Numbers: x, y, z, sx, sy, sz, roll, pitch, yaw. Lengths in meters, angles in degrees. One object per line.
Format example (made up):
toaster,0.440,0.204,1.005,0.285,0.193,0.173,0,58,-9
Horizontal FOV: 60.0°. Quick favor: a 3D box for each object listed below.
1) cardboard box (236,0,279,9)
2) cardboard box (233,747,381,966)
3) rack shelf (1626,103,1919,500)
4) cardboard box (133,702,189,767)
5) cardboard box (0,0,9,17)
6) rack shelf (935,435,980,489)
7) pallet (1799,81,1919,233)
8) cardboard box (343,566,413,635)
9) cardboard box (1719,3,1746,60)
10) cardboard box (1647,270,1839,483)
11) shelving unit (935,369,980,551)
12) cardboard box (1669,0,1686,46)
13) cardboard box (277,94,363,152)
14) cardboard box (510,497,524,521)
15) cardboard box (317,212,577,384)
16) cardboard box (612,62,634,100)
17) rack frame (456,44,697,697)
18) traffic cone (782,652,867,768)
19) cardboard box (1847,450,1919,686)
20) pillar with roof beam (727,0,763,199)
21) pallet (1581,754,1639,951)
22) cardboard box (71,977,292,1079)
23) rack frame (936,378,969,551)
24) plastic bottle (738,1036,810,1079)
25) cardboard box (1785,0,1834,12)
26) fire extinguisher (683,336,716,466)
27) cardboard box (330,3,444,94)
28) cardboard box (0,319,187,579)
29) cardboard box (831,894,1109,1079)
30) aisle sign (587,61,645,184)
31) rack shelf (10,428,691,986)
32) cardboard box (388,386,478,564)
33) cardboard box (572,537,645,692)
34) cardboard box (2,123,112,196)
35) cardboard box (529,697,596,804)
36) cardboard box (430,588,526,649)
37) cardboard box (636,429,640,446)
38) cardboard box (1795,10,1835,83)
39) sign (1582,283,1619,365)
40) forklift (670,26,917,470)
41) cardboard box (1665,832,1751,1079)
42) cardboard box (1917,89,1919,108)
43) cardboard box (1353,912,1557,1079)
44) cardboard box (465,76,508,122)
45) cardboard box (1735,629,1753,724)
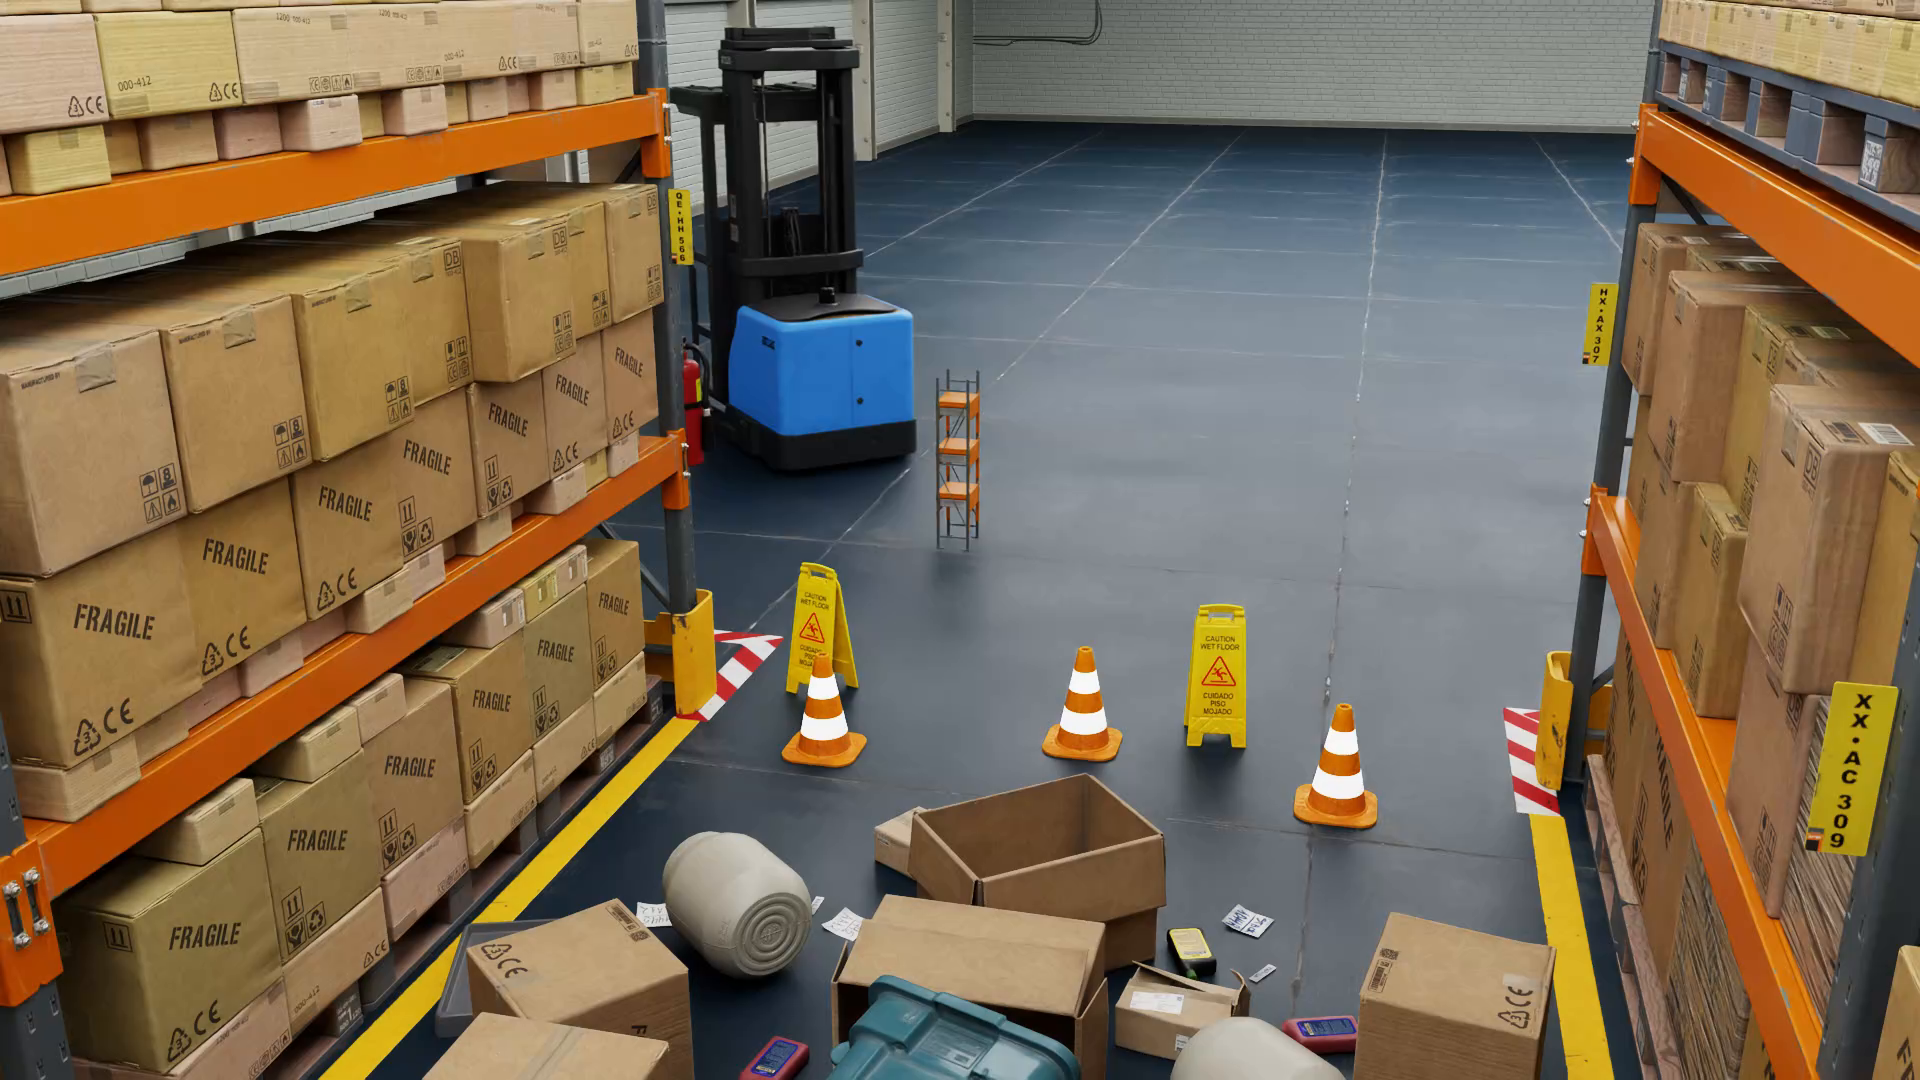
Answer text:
cardboard box,-2.126,-1.545,4.584,0.380,0.149,0.250,4,19,12
cardboard box,-2.205,0.949,5.212,0.500,0.500,0.500,5,20,16
rack shelf,2.583,-0.813,4.399,1.077,0.370,4.000,5,19,13
cardboard box,-2.331,0.496,4.483,0.380,0.149,0.250,5,20,15
cardboard box,-2.336,-1.217,3.624,0.380,0.149,0.250,4,19,12
rack shelf,-0.013,-0.470,9.972,0.215,0.259,0.240,5,19,13
pallet,2.305,-0.740,3.210,1.003,0.211,1.213,5,19,13
cardboard box,-2.020,0.179,5.411,0.380,0.149,0.250,5,19,14
cardboard box,2.369,-1.430,4.676,0.380,0.149,0.250,5,19,13
cardboard box,2.630,-0.485,5.064,0.875,0.550,0.550,5,19,13
shelving unit,-0.013,-0.480,9.969,0.215,1.050,0.252,5,19,13
cardboard box,2.616,-1.745,5.600,0.380,0.149,0.250,5,19,14
cardboard box,-2.016,-1.242,4.932,0.380,0.149,0.250,4,19,12
cardboard box,-1.907,-0.148,6.368,0.380,0.149,0.250,5,19,14
cardboard box,-1.822,-0.878,5.955,0.700,0.500,0.500,4,19,13
cardboard box,-1.569,-1.887,6.818,0.380,0.149,0.250,5,19,14
rack frame,-1.753,-0.720,7.655,1.000,3.000,0.127,5,19,13
traffic cone,-0.607,0.717,7.372,0.336,0.463,0.334,5,19,13
cardboard box,2.218,0.198,3.064,0.875,0.550,0.550,5,19,13
pillar with roof beam,0.961,-9.104,22.921,9.100,9.000,0.400,5,19,13
pallet,2.953,1.216,6.302,1.003,0.211,1.213,5,19,13
cardboard box,-2.324,1.473,4.840,0.500,0.250,0.500,4,19,11
rack frame,-0.043,-0.442,9.857,0.200,1.050,0.008,5,19,13
plastic bottle,-0.596,1.668,5.210,0.133,0.061,0.283,8,21,23
cardboard box,2.214,-1.332,3.773,0.500,0.250,0.500,4,19,13
fire extinguisher,-1.278,-0.683,7.666,0.296,0.674,0.183,5,19,13
cardboard box,-1.984,-1.548,5.212,0.500,0.250,0.500,5,19,14
cardboard box,-2.412,-0.248,4.112,0.700,0.500,0.500,4,19,13
cardboard box,0.053,1.441,4.979,0.797,0.637,0.503,5,19,13
aisle sign,-1.456,-1.947,7.224,0.394,0.787,0.004,5,19,13
rack shelf,-2.241,0.247,5.936,1.077,0.370,4.000,5,19,13
cardboard box,-2.013,-0.246,5.651,0.500,0.500,0.500,5,19,14
cardboard box,-1.696,0.299,7.114,0.500,0.500,0.500,5,19,14
cardboard box,-2.295,-0.923,3.996,0.380,0.149,0.250,5,19,13
cardboard box,-1.824,0.819,6.754,0.500,0.250,0.500,5,19,14
cardboard box,-1.851,0.274,6.186,0.380,0.149,0.250,6,20,16
cardboard box,-1.637,-0.467,7.303,0.380,0.149,0.250,5,20,15
cardboard box,2.122,-1.111,3.744,0.380,0.149,0.250,5,19,14
sign,2.535,-0.854,6.584,0.100,0.325,0.005,5,19,13
forklift,-1.445,-2.294,12.368,1.130,2.935,3.031,-10,21,-26
cardboard box,2.533,1.225,4.597,0.875,0.875,0.875,5,19,14
cardboard box,1.874,-0.793,2.812,0.380,0.149,0.250,5,19,13
cardboard box,1.479,1.507,4.998,0.500,0.500,0.500,8,21,23
cardboard box,-1.837,-1.569,5.890,0.380,0.149,0.250,5,19,13
cardboard box,2.532,0.371,4.228,0.875,0.550,0.550,5,19,13
